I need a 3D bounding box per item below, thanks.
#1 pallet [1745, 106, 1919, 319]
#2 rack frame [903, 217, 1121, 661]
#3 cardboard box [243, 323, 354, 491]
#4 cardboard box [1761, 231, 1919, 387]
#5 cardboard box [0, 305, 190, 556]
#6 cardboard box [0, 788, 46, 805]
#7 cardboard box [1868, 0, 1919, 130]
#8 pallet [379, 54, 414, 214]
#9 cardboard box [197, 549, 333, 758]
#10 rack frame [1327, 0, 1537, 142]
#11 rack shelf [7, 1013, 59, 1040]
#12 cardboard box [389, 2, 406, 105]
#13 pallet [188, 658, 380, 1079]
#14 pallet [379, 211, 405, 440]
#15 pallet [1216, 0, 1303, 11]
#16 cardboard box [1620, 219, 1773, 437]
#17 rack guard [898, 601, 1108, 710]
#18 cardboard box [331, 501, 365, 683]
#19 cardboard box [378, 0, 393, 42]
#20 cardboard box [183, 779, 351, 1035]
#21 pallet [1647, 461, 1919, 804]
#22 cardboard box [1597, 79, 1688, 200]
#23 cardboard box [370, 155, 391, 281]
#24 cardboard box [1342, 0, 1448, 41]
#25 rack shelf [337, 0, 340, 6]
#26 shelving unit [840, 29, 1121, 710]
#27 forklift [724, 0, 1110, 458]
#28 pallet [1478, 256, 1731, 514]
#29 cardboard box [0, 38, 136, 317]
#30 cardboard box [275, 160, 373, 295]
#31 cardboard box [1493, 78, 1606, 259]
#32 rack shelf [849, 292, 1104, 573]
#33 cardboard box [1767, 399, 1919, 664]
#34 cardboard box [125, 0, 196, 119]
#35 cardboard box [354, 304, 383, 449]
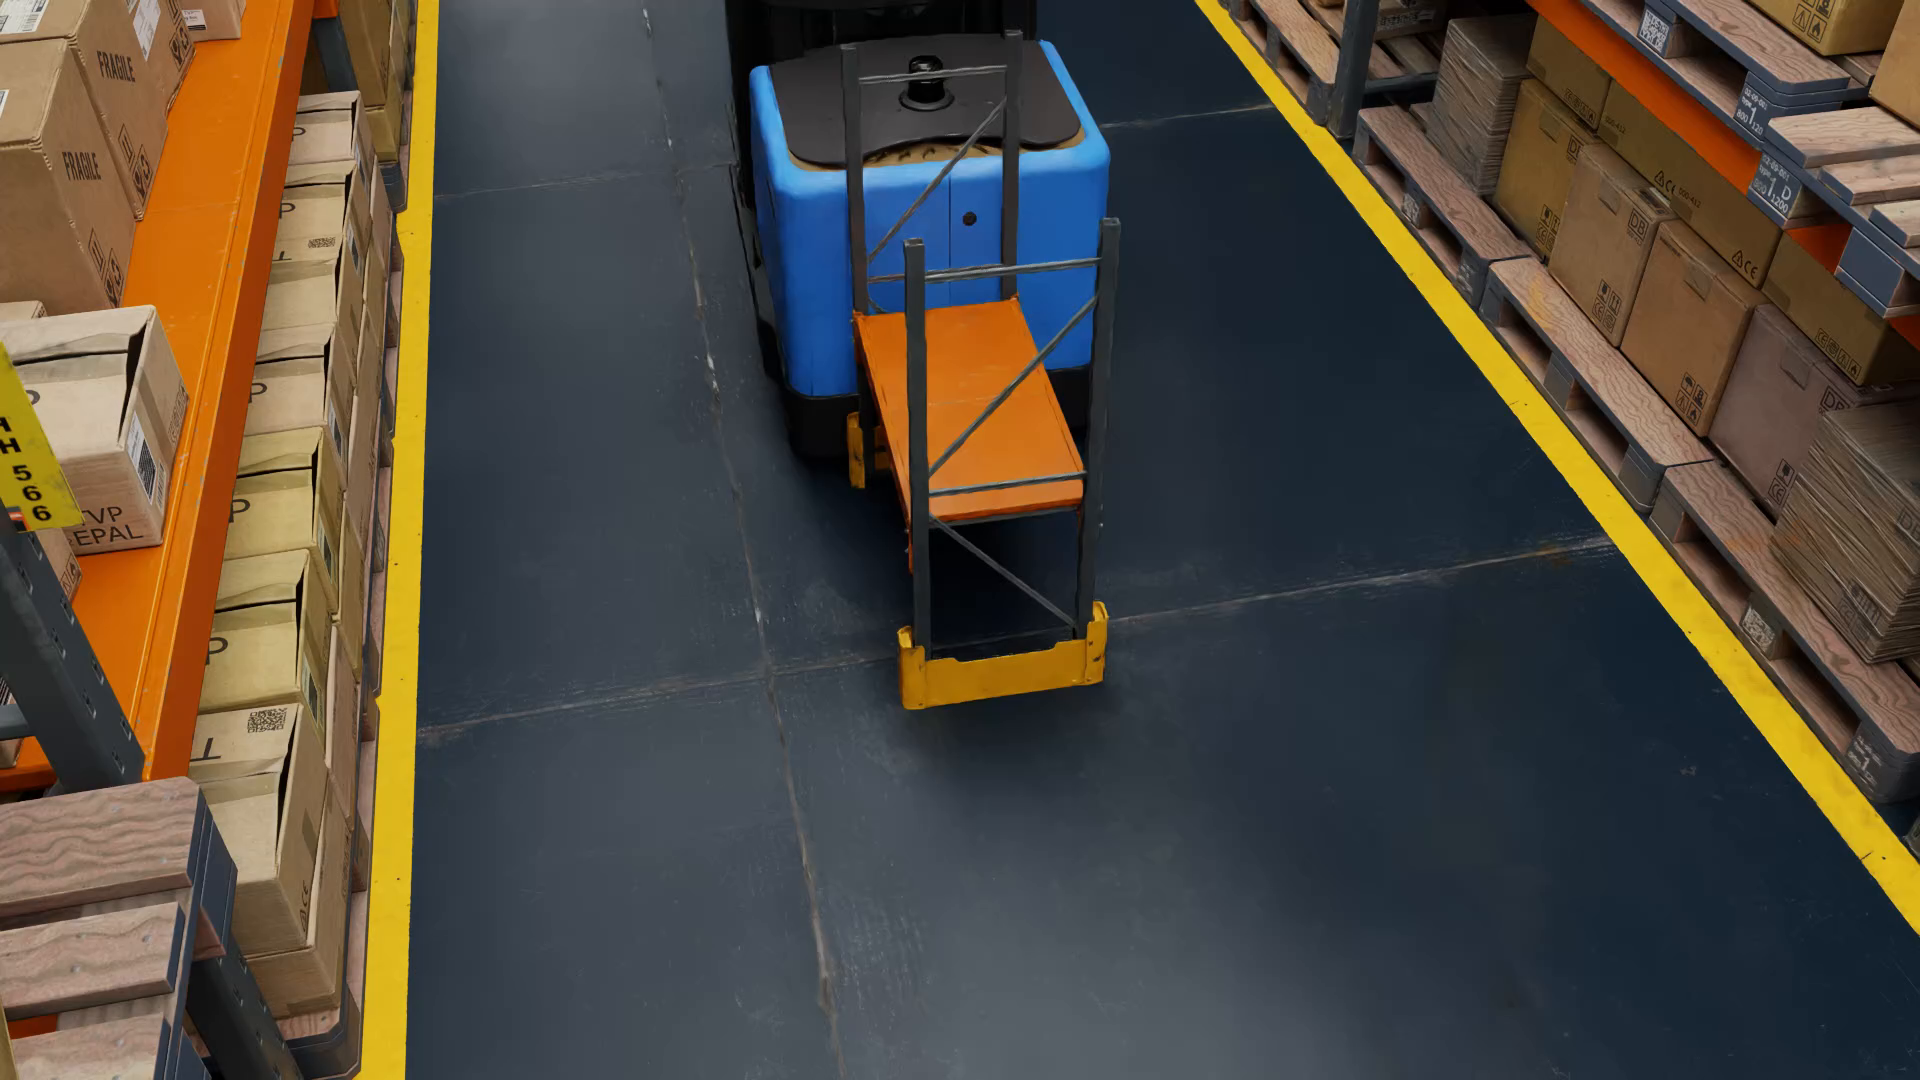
[{"bbox_3d":[2.713,-0.740,3.968,1.213,0.211,1.003,-8,42,-9],"label":"pallet"},{"bbox_3d":[0.120,-0.140,4.278,0.500,1.500,0.032,-7,42,-8],"label":"rack frame"},{"bbox_3d":[-2.033,-0.376,4.746,0.500,0.311,0.500,-9,42,-10],"label":"cardboard box"},{"bbox_3d":[2.702,-0.713,4.780,0.500,0.250,0.500,-8,42,-8],"label":"cardboard box"},{"bbox_3d":[-1.869,-0.227,3.313,0.500,0.311,0.500,-9,42,-10],"label":"cardboard box"},{"bbox_3d":[-2.219,0.705,3.529,0.500,0.311,0.500,-7,42,-8],"label":"cardboard box"},{"bbox_3d":[2.712,-1.228,3.967,0.700,0.500,0.500,-12,43,-13],"label":"cardboard box"},{"bbox_3d":[-2.860,-1.724,7.033,1.003,0.211,1.213,-8,42,-9],"label":"pallet"},{"bbox_3d":[-1.813,0.288,3.998,0.500,0.311,0.500,-9,42,-10],"label":"cardboard box"},{"bbox_3d":[2.107,-2.958,6.322,1.000,3.000,0.127,-8,42,-9],"label":"rack frame"},{"bbox_3d":[-1.434,1.913,1.377,1.077,0.370,4.000,-8,42,-9],"label":"rack shelf"},{"bbox_3d":[-2.636,-2.043,7.047,0.500,0.250,0.500,-8,42,-9],"label":"cardboard box"},{"bbox_3d":[-2.005,0.851,4.132,1.003,0.211,1.213,-8,42,-9],"label":"pallet"},{"bbox_3d":[-2.532,-0.730,5.914,1.003,0.211,1.213,-8,42,-9],"label":"pallet"},{"bbox_3d":[1.661,-3.137,8.625,1.003,0.211,1.213,-8,42,-9],"label":"pallet"},{"bbox_3d":[2.632,-0.722,5.356,0.700,0.500,0.500,-9,42,-10],"label":"cardboard box"},{"bbox_3d":[0.120,0.326,4.694,0.587,0.250,0.087,-7,42,-8],"label":"rack guard"},{"bbox_3d":[-1.919,0.175,4.548,0.500,0.250,0.500,-9,42,-10],"label":"cardboard box"},{"bbox_3d":[-2.639,-2.323,6.797,0.500,0.500,0.500,-8,42,-9],"label":"cardboard box"},{"bbox_3d":[-1.692,0.837,3.802,0.500,0.250,0.500,-8,42,-9],"label":"cardboard box"},{"bbox_3d":[2.803,0.171,4.898,1.003,0.211,1.213,-8,42,-9],"label":"pallet"},{"bbox_3d":[2.497,-1.371,5.522,0.500,0.250,0.500,-9,42,-11],"label":"cardboard box"},{"bbox_3d":[-2.356,-1.147,6.037,0.500,0.250,0.500,-9,42,-10],"label":"cardboard box"},{"bbox_3d":[1.962,-2.405,7.503,0.380,0.166,0.250,-14,43,-15],"label":"cardboard box"},{"bbox_3d":[-3.161,-3.273,7.219,1.077,0.370,4.000,-8,42,-9],"label":"rack shelf"},{"bbox_3d":[0.024,-0.466,4.645,0.587,1.500,1.083,-7,42,-8],"label":"shelving unit"},{"bbox_3d":[-0.320,-2.352,5.691,1.130,2.935,3.031,-7,42,-8],"label":"forklift"},{"bbox_3d":[2.543,-0.618,5.787,1.003,0.211,1.213,-8,42,-9],"label":"pallet"},{"bbox_3d":[-2.244,-0.775,3.788,0.500,0.500,0.500,-10,43,-12],"label":"cardboard box"},{"bbox_3d":[-2.243,-1.026,5.479,0.500,0.311,0.500,-7,42,-8],"label":"cardboard box"},{"bbox_3d":[2.443,-1.385,6.102,0.700,0.500,0.500,-9,42,-10],"label":"cardboard box"},{"bbox_3d":[0.022,-0.337,4.771,0.538,0.185,1.000,-7,42,-8],"label":"rack shelf"},{"bbox_3d":[2.764,-0.054,4.602,0.700,0.500,0.500,-8,42,-9],"label":"cardboard box"},{"bbox_3d":[-2.465,-1.441,4.539,0.500,0.500,0.500,-6,42,-6],"label":"cardboard box"},{"bbox_3d":[-2.138,-0.487,5.294,0.500,0.250,0.500,-7,42,-8],"label":"cardboard box"}]
